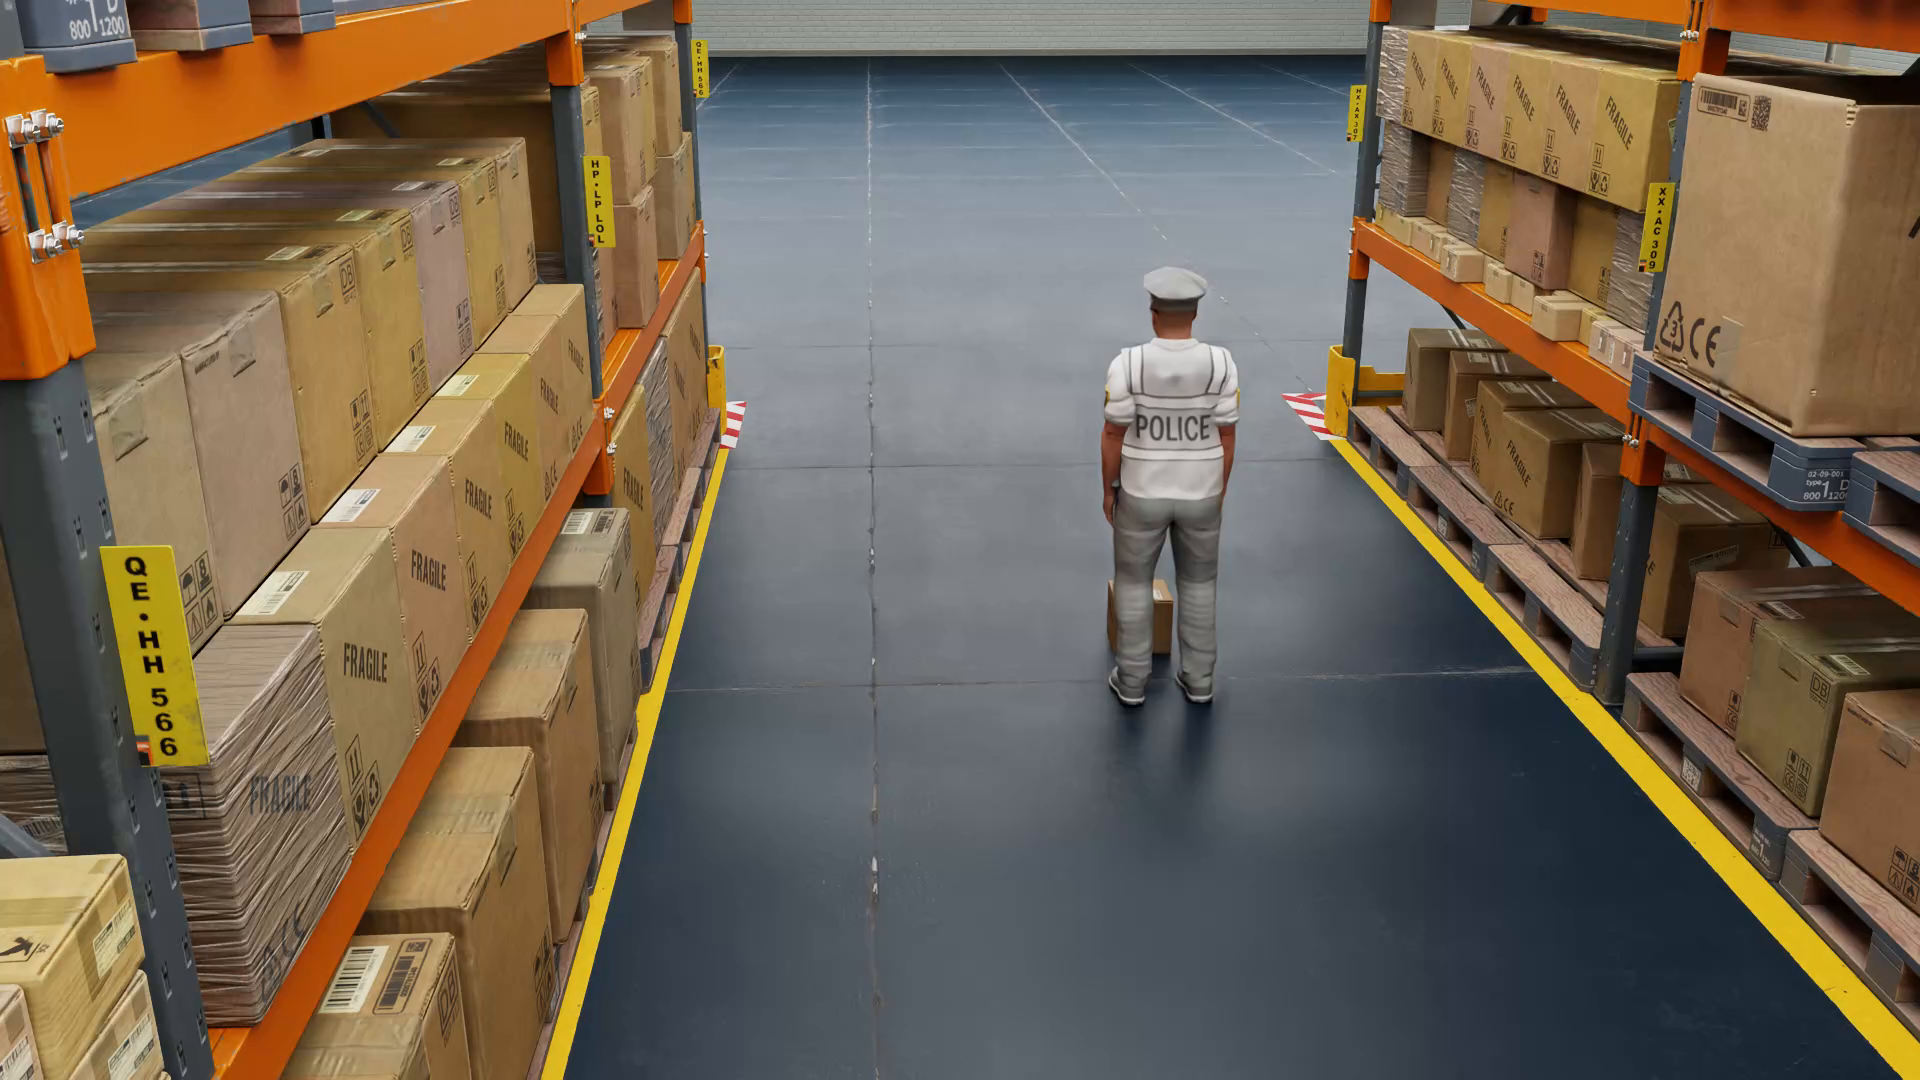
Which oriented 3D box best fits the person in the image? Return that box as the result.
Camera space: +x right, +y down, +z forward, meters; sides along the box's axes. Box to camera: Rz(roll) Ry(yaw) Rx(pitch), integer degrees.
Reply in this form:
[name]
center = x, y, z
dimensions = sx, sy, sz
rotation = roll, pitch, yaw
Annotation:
[person]
center = 0.811, -0.197, 6.595
dimensions = 0.527, 1.759, 0.393
rotation = -1, 20, -2
